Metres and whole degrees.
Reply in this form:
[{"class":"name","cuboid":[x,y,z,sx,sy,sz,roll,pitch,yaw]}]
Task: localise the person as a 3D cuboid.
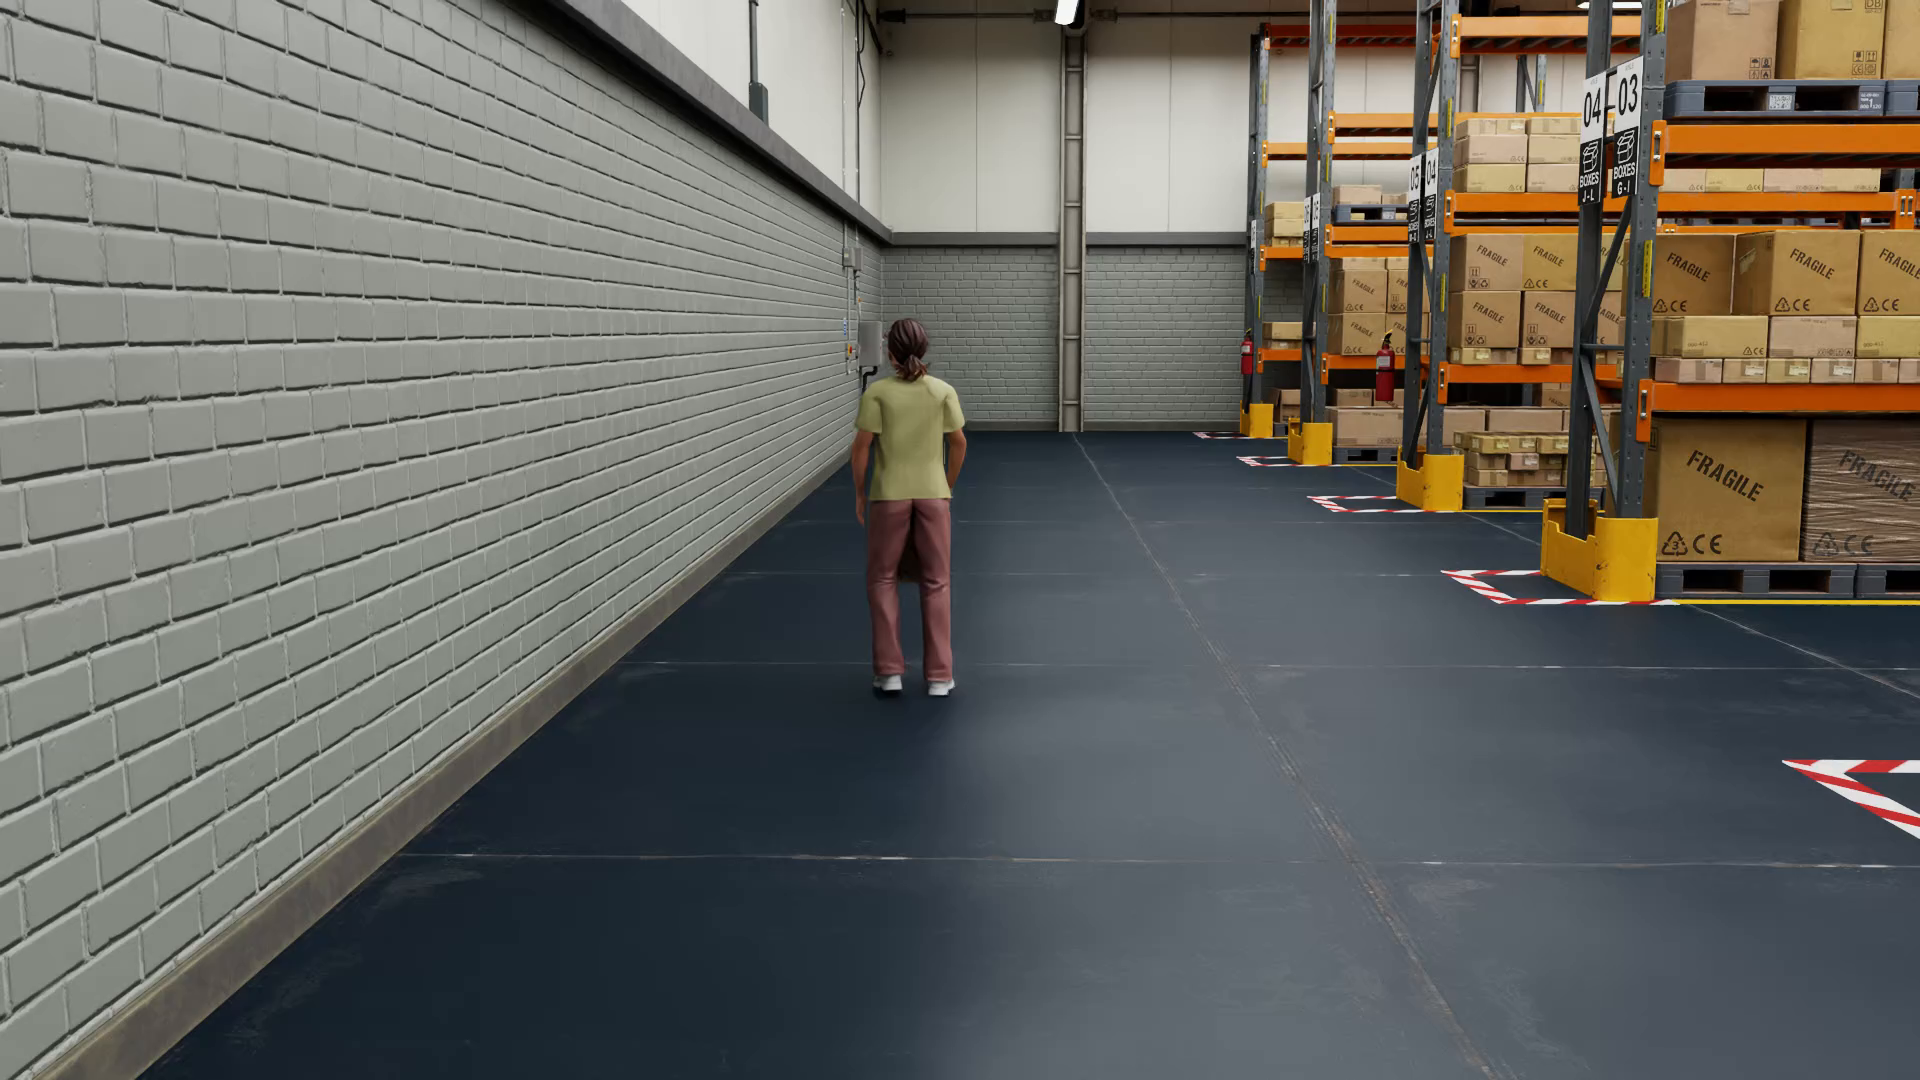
[{"class":"person","cuboid":[-0.229,-0.145,7.438,0.524,1.678,0.375,-1,7,-9]}]
